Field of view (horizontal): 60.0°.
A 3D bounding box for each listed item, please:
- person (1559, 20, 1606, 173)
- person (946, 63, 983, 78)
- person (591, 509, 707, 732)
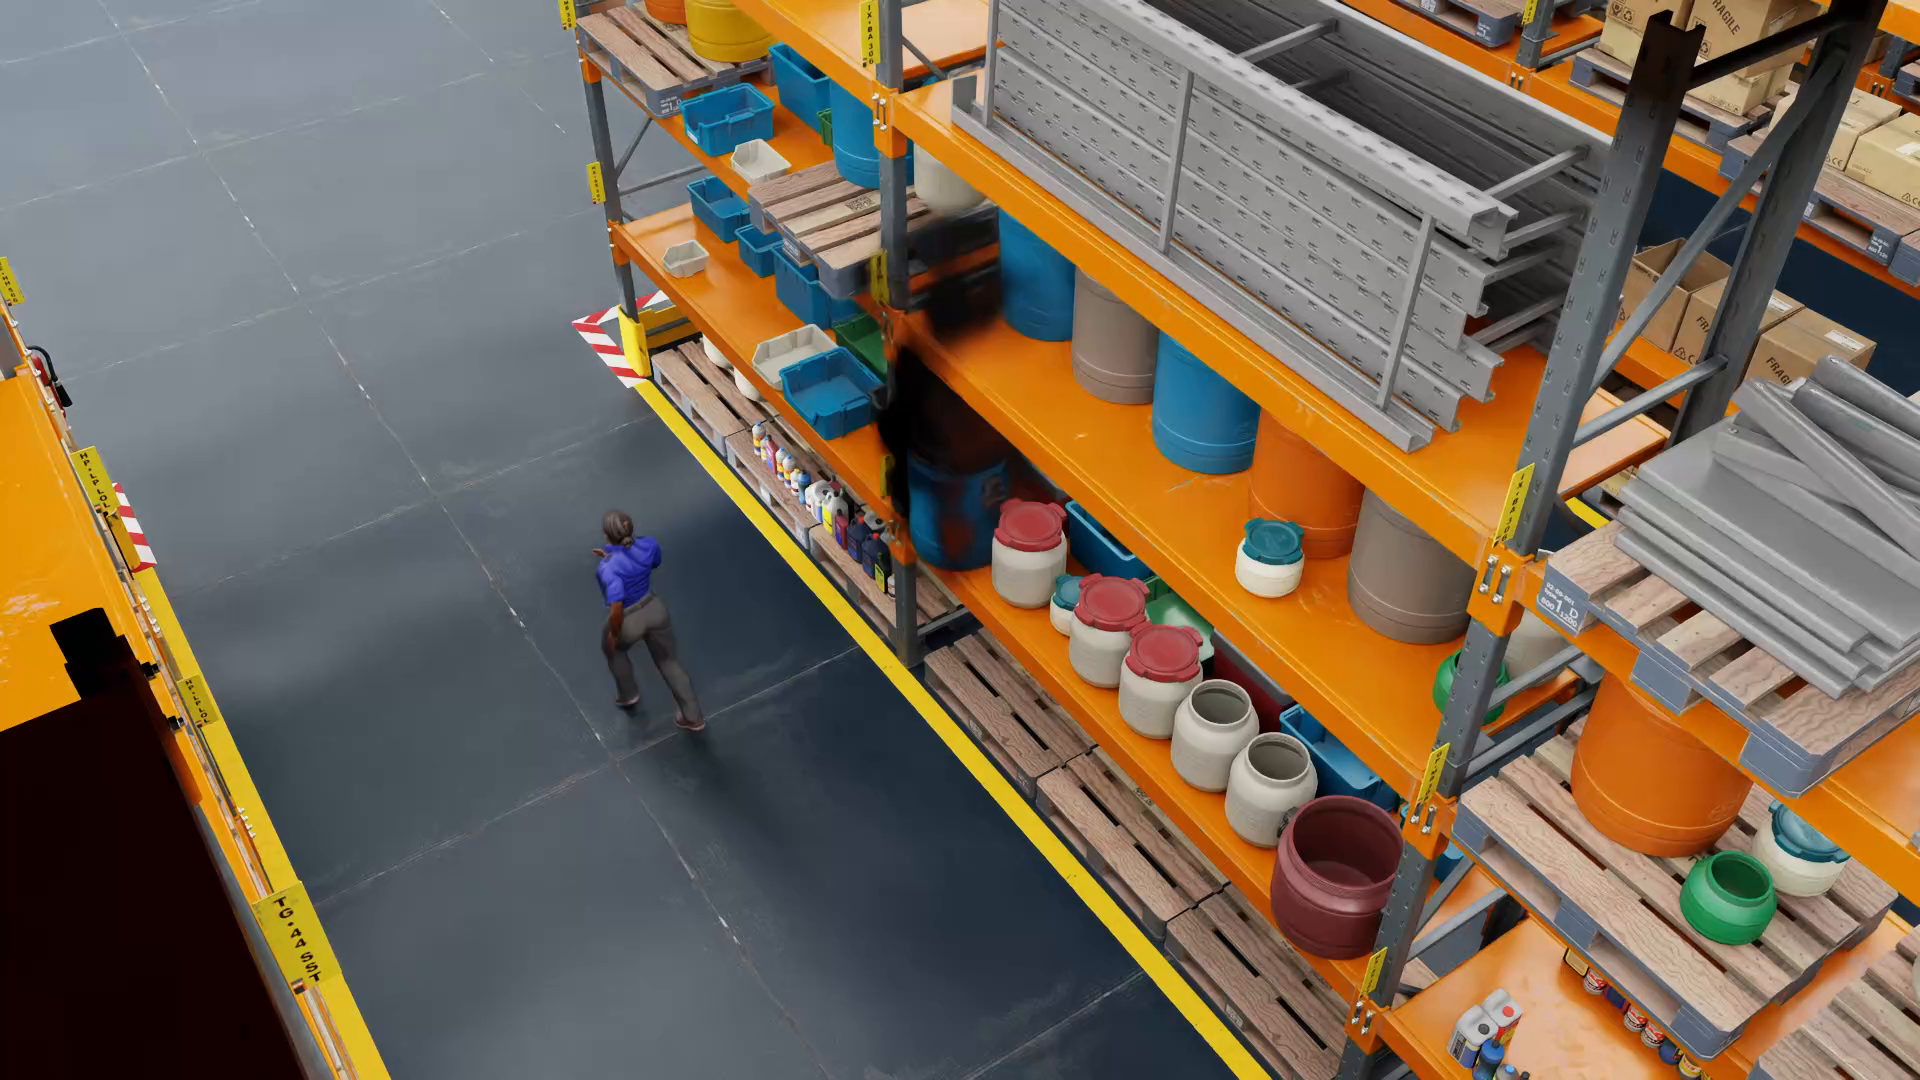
[{"bbox_3d":[5.509,-3.672,14.509,0.832,1.740,0.548,34,52,31],"label":"person"},{"bbox_3d":[0.130,-4.848,15.755,0.761,1.759,0.718,-11,44,-12],"label":"person"},{"bbox_3d":[-1.929,0.508,9.989,0.849,1.716,0.550,33,52,31],"label":"person"}]
